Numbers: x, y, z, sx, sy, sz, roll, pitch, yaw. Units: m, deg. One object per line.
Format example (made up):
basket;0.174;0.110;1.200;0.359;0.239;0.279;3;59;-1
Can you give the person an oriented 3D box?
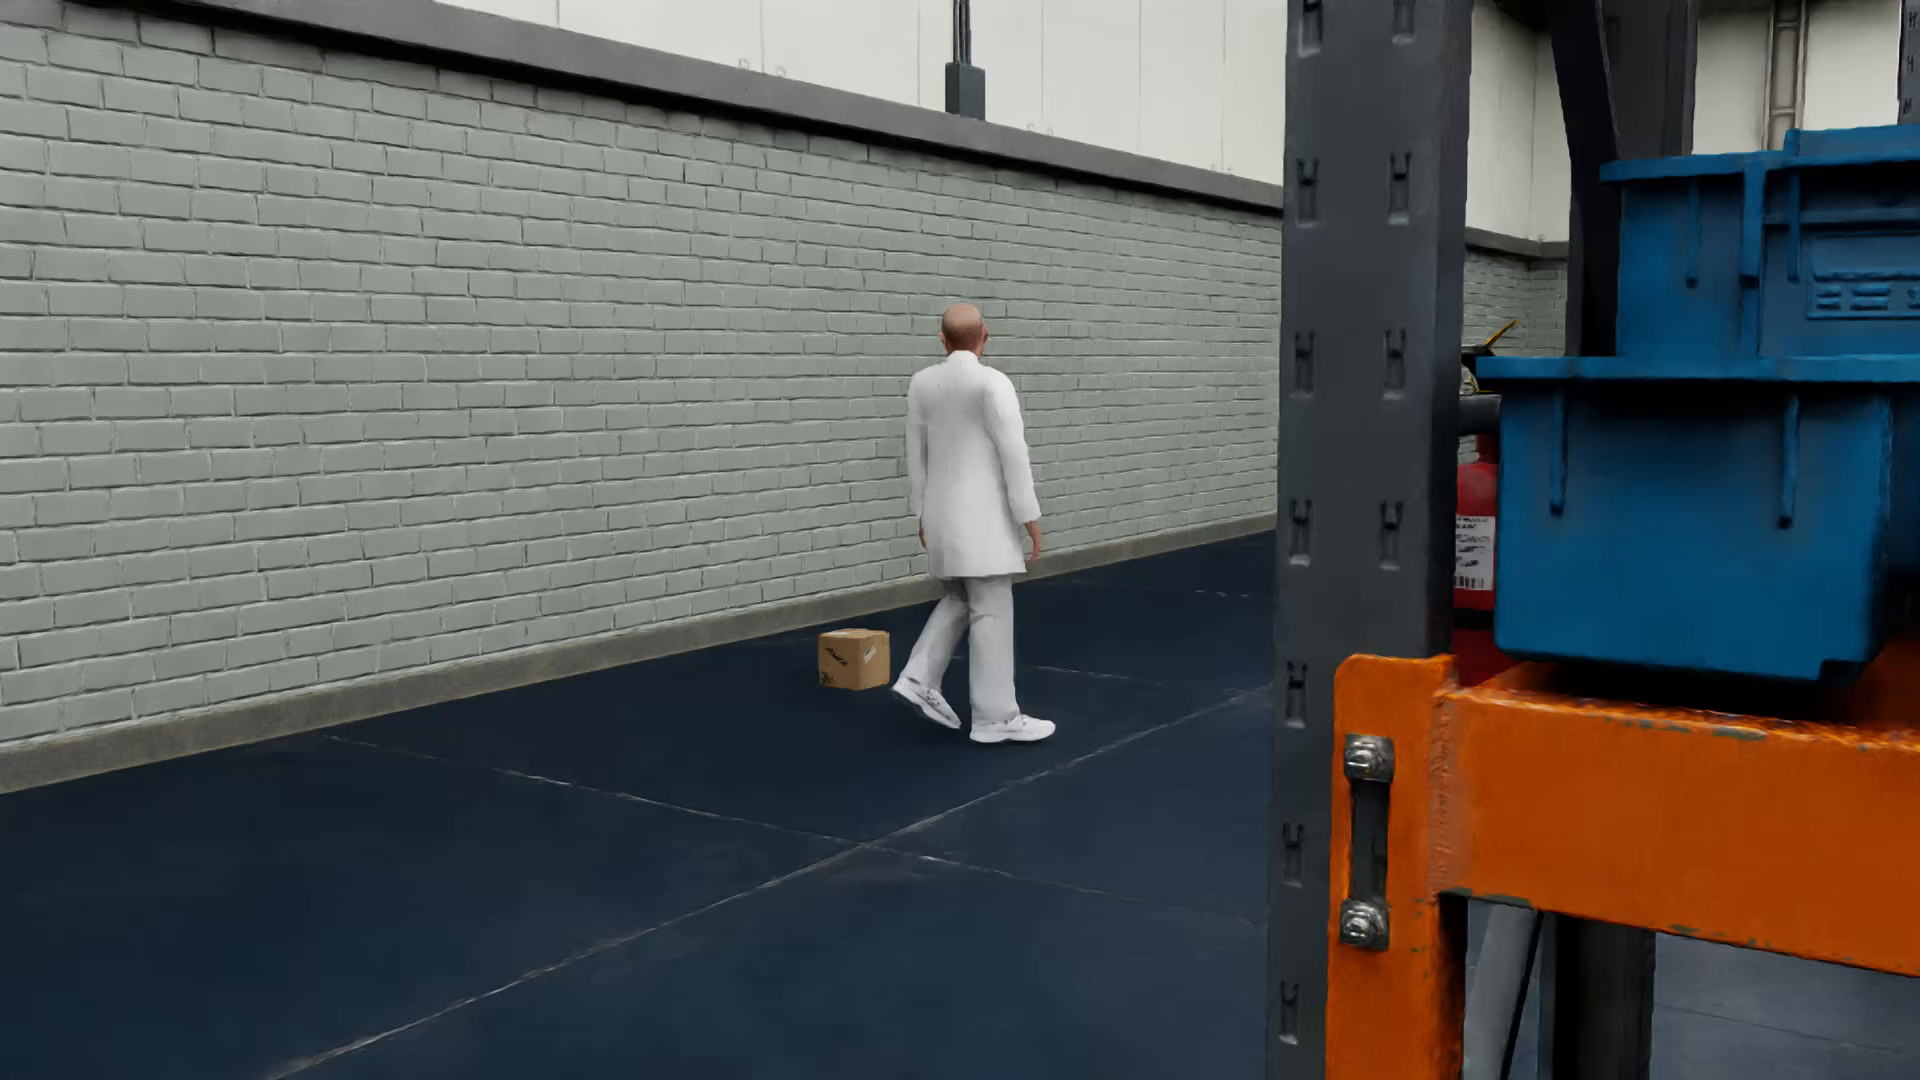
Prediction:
person;0.025;-0.074;6.786;0.546;1.780;0.644;-6;8;-42
